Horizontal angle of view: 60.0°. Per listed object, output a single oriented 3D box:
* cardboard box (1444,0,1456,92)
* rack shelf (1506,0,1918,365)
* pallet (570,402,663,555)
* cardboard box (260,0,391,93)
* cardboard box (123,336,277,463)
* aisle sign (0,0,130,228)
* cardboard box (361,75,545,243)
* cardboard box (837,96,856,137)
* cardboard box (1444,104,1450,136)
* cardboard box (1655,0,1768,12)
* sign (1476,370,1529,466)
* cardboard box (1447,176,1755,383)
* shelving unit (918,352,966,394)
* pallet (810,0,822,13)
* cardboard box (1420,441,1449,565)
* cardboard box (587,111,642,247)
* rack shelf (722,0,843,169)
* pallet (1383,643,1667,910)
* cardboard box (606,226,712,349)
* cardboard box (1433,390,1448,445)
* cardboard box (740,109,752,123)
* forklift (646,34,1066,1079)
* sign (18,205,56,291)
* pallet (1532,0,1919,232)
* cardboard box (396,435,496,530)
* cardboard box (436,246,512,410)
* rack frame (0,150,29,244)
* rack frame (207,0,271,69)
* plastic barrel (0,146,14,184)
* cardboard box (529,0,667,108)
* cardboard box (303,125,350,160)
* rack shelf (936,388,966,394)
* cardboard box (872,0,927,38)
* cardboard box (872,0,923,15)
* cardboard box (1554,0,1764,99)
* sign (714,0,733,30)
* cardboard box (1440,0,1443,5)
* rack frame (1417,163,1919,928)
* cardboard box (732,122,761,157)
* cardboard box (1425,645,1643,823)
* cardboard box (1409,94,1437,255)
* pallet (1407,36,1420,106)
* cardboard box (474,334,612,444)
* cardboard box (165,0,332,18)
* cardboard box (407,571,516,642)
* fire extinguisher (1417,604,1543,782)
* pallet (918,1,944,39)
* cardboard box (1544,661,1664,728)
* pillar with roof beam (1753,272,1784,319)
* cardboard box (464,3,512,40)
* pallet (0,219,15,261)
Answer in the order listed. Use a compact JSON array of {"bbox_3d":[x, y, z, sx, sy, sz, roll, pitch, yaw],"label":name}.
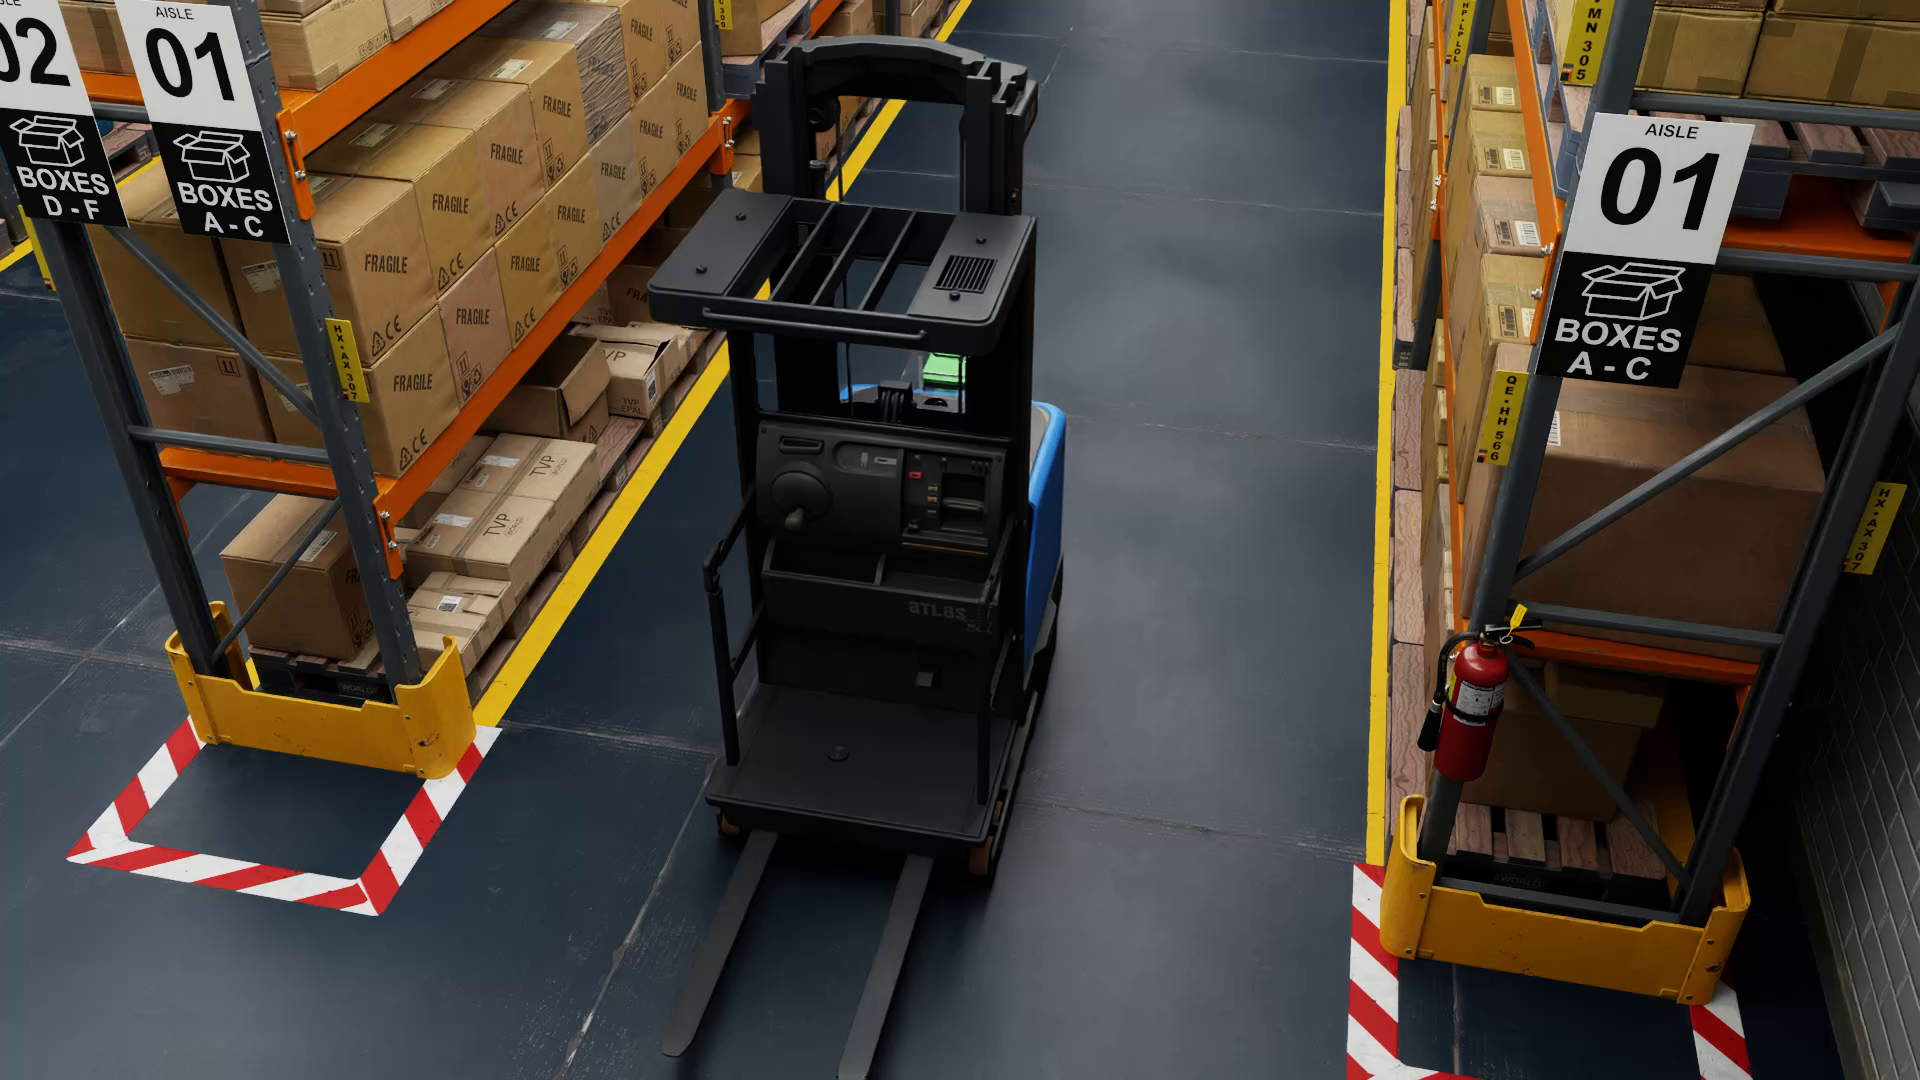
[{"bbox_3d":[2.969,-2.777,9.169,0.500,0.500,0.500,8,37,10],"label":"cardboard box"},{"bbox_3d":[2.591,-1.794,6.227,1.077,0.370,4.000,7,37,10],"label":"rack shelf"},{"bbox_3d":[-2.228,-0.412,8.639,1.003,0.211,1.213,7,37,10],"label":"pallet"},{"bbox_3d":[-2.319,-1.760,5.694,0.500,0.250,0.500,7,37,10],"label":"cardboard box"},{"bbox_3d":[-2.847,-0.675,6.540,0.500,0.500,0.500,8,37,11],"label":"cardboard box"},{"bbox_3d":[-2.991,-1.395,5.404,0.394,0.787,0.004,7,37,10],"label":"aisle sign"},{"bbox_3d":[-2.108,-1.597,6.960,0.500,0.500,0.500,8,37,11],"label":"cardboard box"},{"bbox_3d":[-1.049,-3.234,11.911,0.500,0.500,0.500,6,36,8],"label":"cardboard box"},{"bbox_3d":[2.844,-2.301,9.066,0.380,0.149,0.250,8,37,11],"label":"cardboard box"},{"bbox_3d":[2.053,-1.846,4.731,0.500,0.500,0.500,7,37,10],"label":"cardboard box"},{"bbox_3d":[1.636,-0.365,5.009,0.100,0.325,0.005,7,37,10],"label":"sign"},{"bbox_3d":[2.579,-0.994,6.810,0.980,0.700,0.700,6,36,8],"label":"cardboard box"},{"bbox_3d":[-0.012,-0.453,7.853,0.258,1.200,0.503,7,37,10],"label":"shelving unit"},{"bbox_3d":[-1.379,-3.737,11.013,1.003,0.211,1.213,7,37,10],"label":"pallet"},{"bbox_3d":[2.536,-0.178,7.712,0.700,0.500,0.500,8,37,11],"label":"cardboard box"},{"bbox_3d":[-1.895,-1.768,8.048,0.500,0.500,0.500,8,37,11],"label":"cardboard box"},{"bbox_3d":[-1.395,-3.492,11.125,1.077,0.370,4.000,7,37,10],"label":"rack shelf"},{"bbox_3d":[2.258,0.936,6.778,1.003,0.211,1.213,7,37,10],"label":"pallet"},{"bbox_3d":[-1.667,-1.440,9.436,0.500,0.500,0.500,7,37,10],"label":"cardboard box"},{"bbox_3d":[2.395,-0.550,7.672,0.380,0.149,0.250,6,36,9],"label":"cardboard box"},{"bbox_3d":[-1.267,-2.926,10.848,0.500,0.250,0.500,7,37,10],"label":"cardboard box"},{"bbox_3d":[-0.340,-0.127,5.927,1.130,2.935,3.031,7,37,10],"label":"forklift"},{"bbox_3d":[-3.215,-1.021,5.847,0.100,0.325,0.005,7,37,10],"label":"sign"},{"bbox_3d":[2.312,-1.330,5.048,1.003,0.211,1.213,7,37,10],"label":"pallet"},{"bbox_3d":[-2.569,-0.292,8.064,0.500,0.250,0.500,7,37,10],"label":"cardboard box"},{"bbox_3d":[-2.219,-0.902,6.853,0.500,0.500,0.500,7,37,10],"label":"cardboard box"},{"bbox_3d":[-6.661,-3.260,10.191,1.000,3.000,0.127,7,37,10],"label":"rack frame"},{"bbox_3d":[-2.677,-2.772,4.407,1.000,3.000,0.127,7,37,10],"label":"rack frame"},{"bbox_3d":[-6.528,-2.890,11.111,0.600,0.901,0.708,7,37,10],"label":"plastic barrel"},{"bbox_3d":[-1.784,-2.465,8.159,0.500,0.500,0.500,7,36,9],"label":"cardboard box"},{"bbox_3d":[-2.743,-1.368,6.644,0.500,0.500,0.500,8,37,11],"label":"cardboard box"},{"bbox_3d":[-0.012,-0.596,7.749,0.258,0.148,0.480,7,37,10],"label":"rack shelf"},{"bbox_3d":[-0.569,-4.250,13.543,0.500,0.250,0.500,7,37,10],"label":"cardboard box"},{"bbox_3d":[-0.569,-4.477,13.378,0.500,0.311,0.500,9,37,12],"label":"cardboard box"},{"bbox_3d":[2.061,-1.542,4.950,0.500,0.250,0.500,8,37,11],"label":"cardboard box"},{"bbox_3d":[-1.291,-2.923,8.990,0.100,0.325,0.005,7,37,10],"label":"sign"},{"bbox_3d":[3.290,-3.650,10.375,0.500,0.500,0.500,7,37,10],"label":"cardboard box"},{"bbox_3d":[2.163,0.275,5.314,1.000,3.000,0.127,7,37,10],"label":"rack frame"},{"bbox_3d":[-1.378,-2.357,10.701,0.500,0.500,0.500,8,37,11],"label":"cardboard box"},{"bbox_3d":[2.215,0.704,6.495,0.700,0.500,0.500,7,37,10],"label":"cardboard box"},{"bbox_3d":[3.217,-2.216,10.226,0.750,0.750,0.750,8,37,11],"label":"cardboard box"},{"bbox_3d":[4.040,-3.630,13.078,1.003,0.211,1.213,7,37,10],"label":"pallet"},{"bbox_3d":[-2.219,-0.726,8.448,0.797,0.503,0.637,7,37,10],"label":"cardboard box"},{"bbox_3d":[-2.313,-1.962,5.546,0.500,0.250,0.500,7,37,10],"label":"cardboard box"},{"bbox_3d":[-2.198,0.285,7.340,0.380,0.166,0.250,7,37,10],"label":"cardboard box"},{"bbox_3d":[1.680,0.486,5.407,0.296,0.674,0.183,7,37,10],"label":"fire extinguisher"},{"bbox_3d":[-0.754,-4.268,13.959,1.003,0.211,1.213,7,37,10],"label":"pallet"},{"bbox_3d":[2.384,0.538,6.171,0.380,0.149,0.250,8,37,10],"label":"cardboard box"},{"bbox_3d":[-0.492,-4.477,6.759,9.100,9.000,0.400,7,37,10],"label":"pillar with roof beam"},{"bbox_3d":[-2.418,-2.257,7.870,0.500,0.500,0.500,6,36,9],"label":"cardboard box"},{"bbox_3d":[-6.780,-1.704,10.421,1.003,0.211,1.213,7,37,10],"label":"pallet"}]
